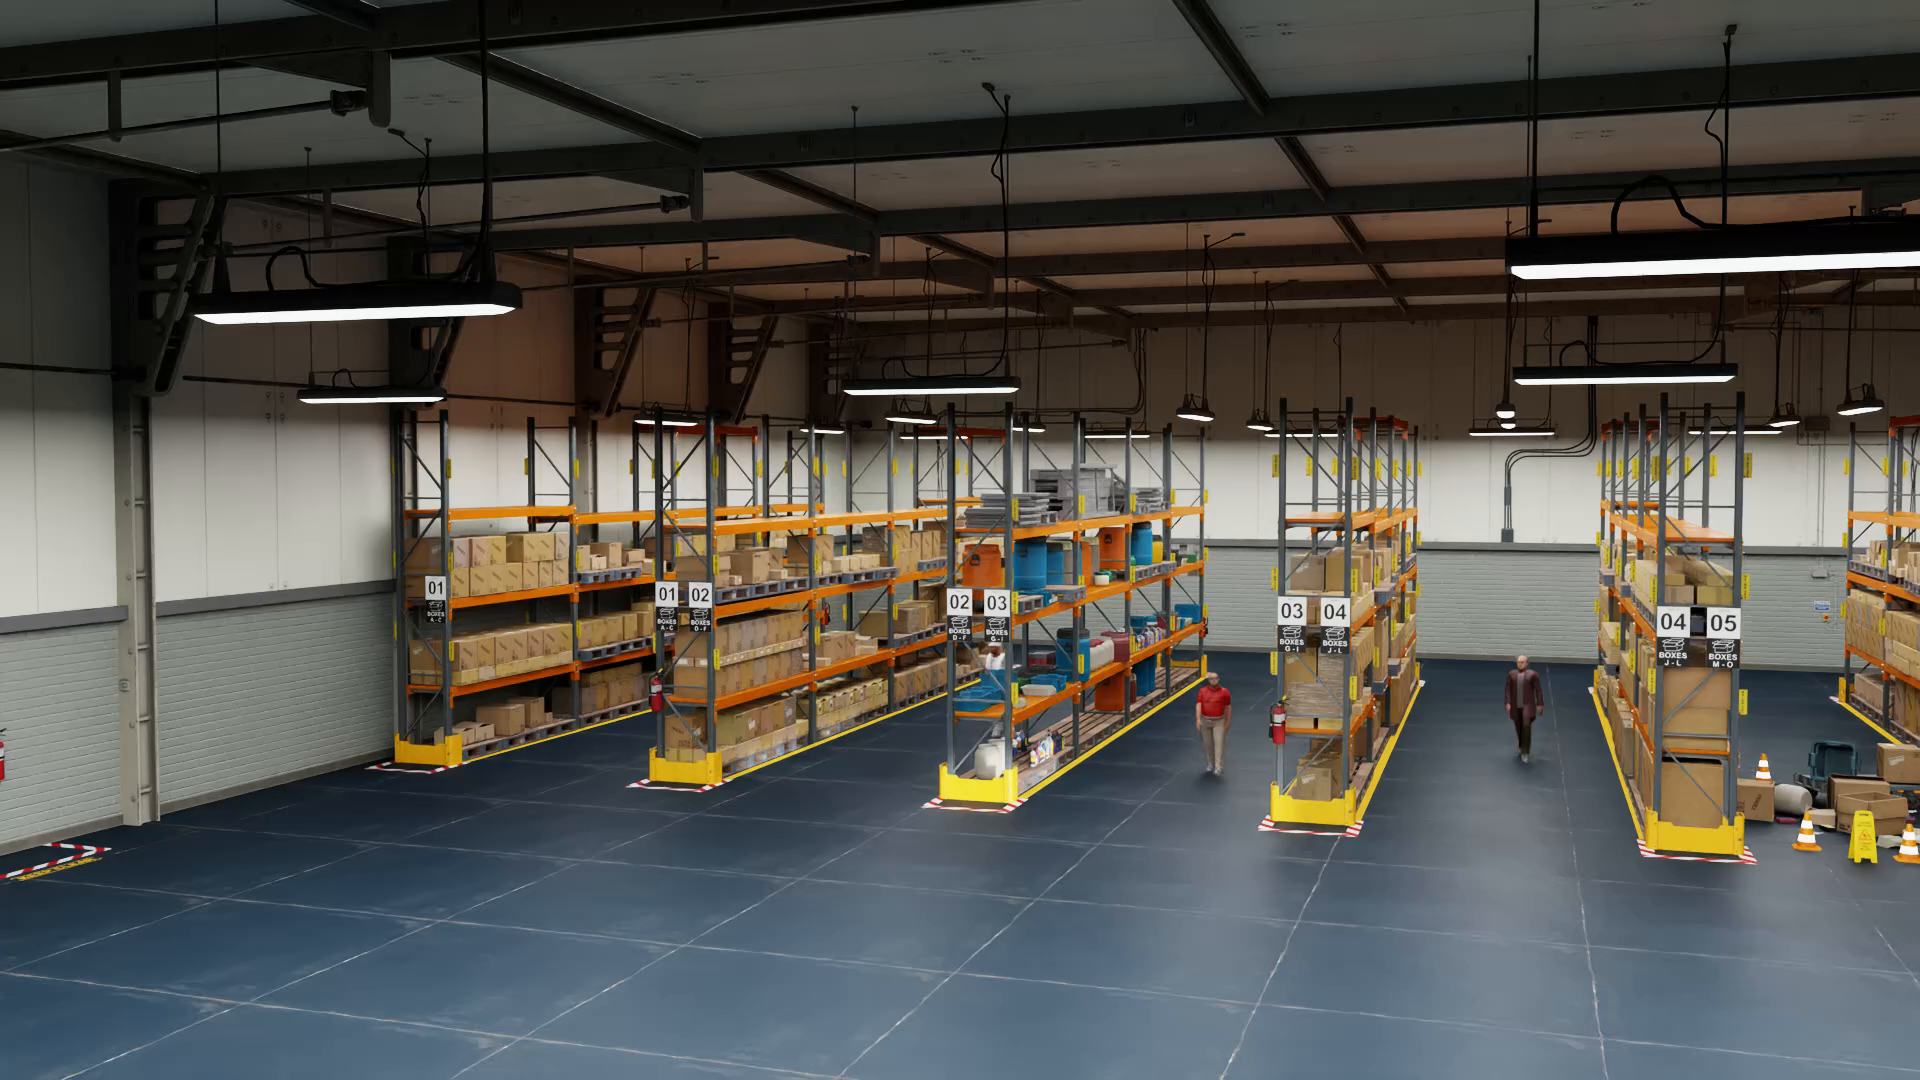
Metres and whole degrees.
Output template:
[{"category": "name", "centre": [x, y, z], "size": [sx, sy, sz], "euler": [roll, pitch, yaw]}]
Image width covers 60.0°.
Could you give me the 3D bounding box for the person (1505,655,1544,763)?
[{"category": "person", "centre": [9.727, 2.897, 28.749], "size": [0.622, 1.804, 0.868], "euler": [2, 3, 40]}]

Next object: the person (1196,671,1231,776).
[{"category": "person", "centre": [4.102, 2.985, 27.026], "size": [0.564, 1.672, 1.042], "euler": [1, 3, 25]}]

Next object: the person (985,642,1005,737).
[{"category": "person", "centre": [0.630, 2.766, 31.390], "size": [0.642, 1.788, 0.644], "euler": [-2, 3, -43]}]
